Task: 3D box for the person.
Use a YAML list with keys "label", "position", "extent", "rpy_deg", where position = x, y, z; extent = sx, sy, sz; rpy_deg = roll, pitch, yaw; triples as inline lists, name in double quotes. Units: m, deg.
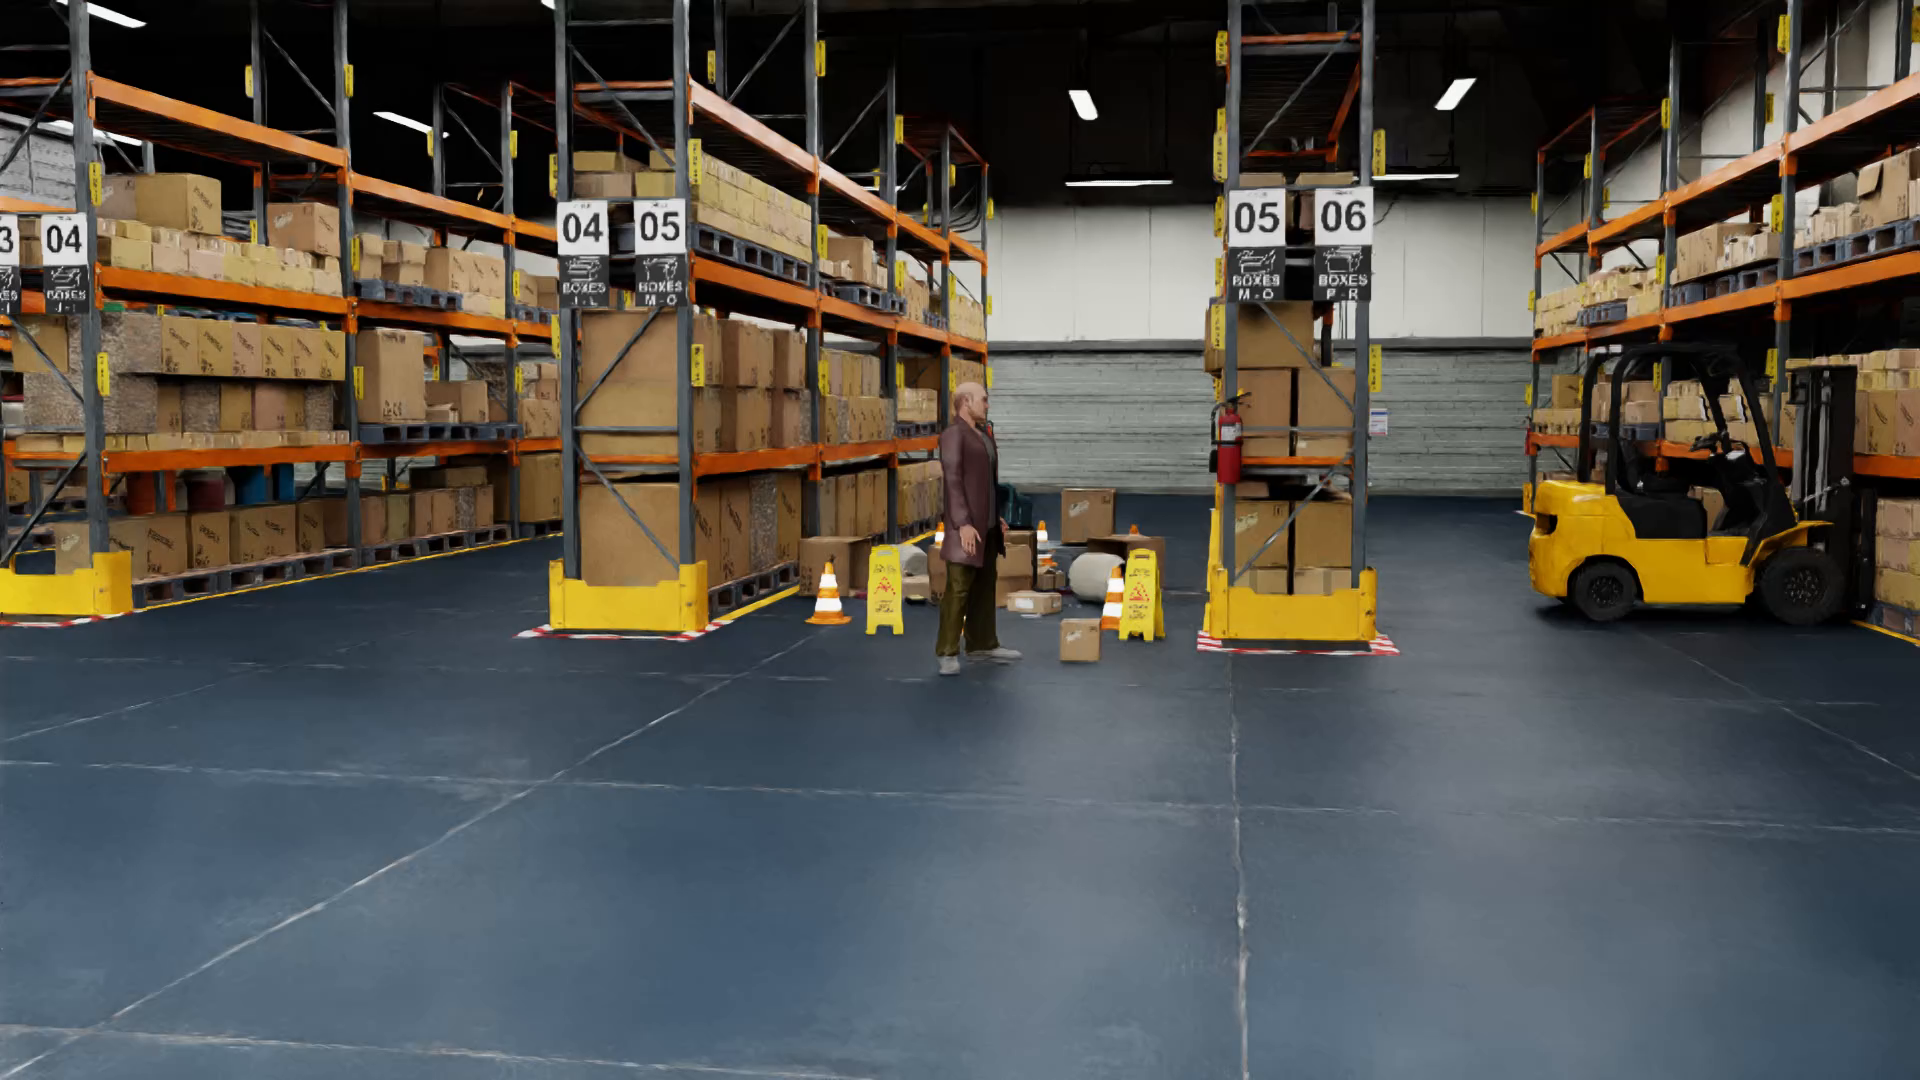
- label: "person"
  position: [0.093, -0.033, 10.336]
  extent: [0.432, 1.676, 0.736]
  rpy_deg: [2, 5, 25]
